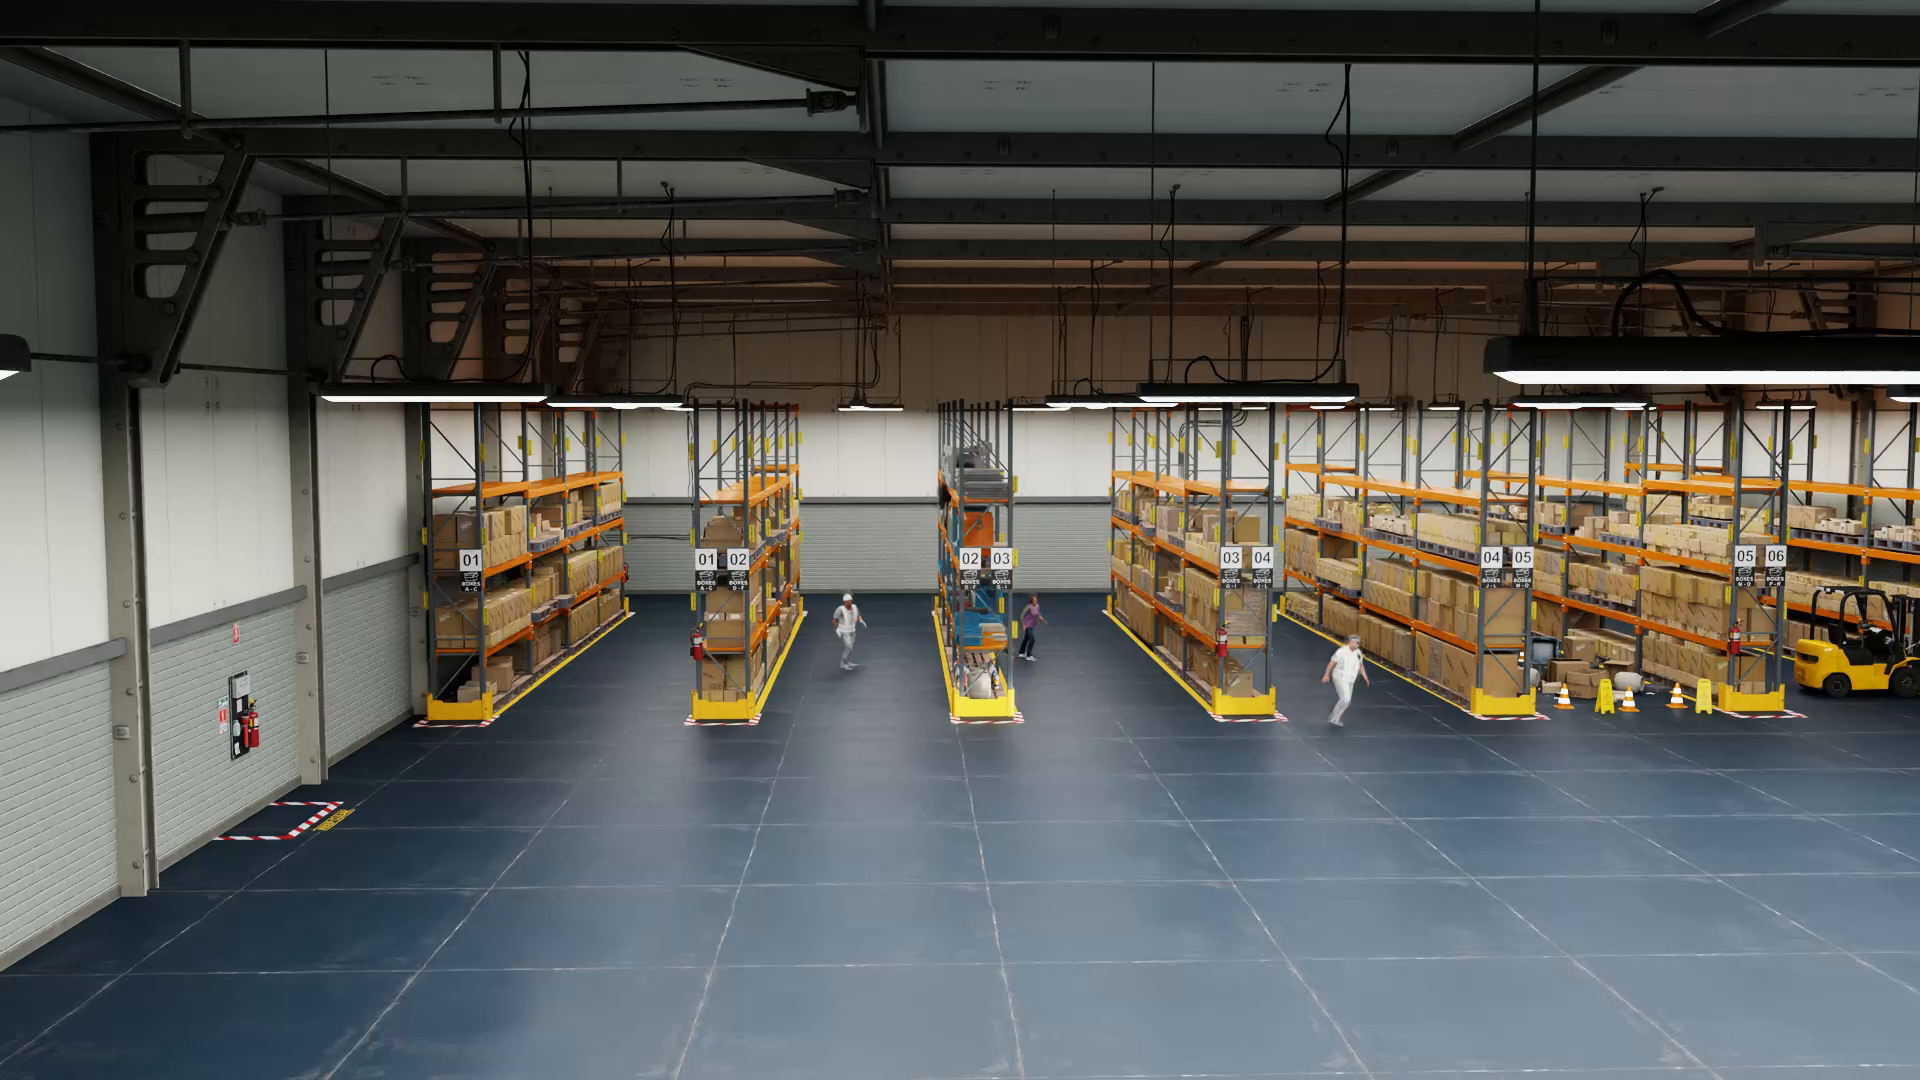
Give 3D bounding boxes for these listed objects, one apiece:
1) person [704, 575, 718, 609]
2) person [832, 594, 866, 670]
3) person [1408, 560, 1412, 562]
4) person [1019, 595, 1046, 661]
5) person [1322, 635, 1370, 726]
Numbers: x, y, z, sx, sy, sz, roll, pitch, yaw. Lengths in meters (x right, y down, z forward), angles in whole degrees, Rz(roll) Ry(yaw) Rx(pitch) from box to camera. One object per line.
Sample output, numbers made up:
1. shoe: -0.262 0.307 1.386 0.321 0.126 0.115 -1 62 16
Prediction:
1. person: -6.768 1.451 45.313 0.567 1.629 0.599 0 4 4
2. person: -2.467 2.053 37.280 0.783 1.714 0.701 3 6 38
3. person: 12.300 1.415 45.466 0.722 1.734 0.807 -2 5 -29
4. person: 1.661 2.033 38.733 0.795 1.523 0.559 3 5 34
5. person: 7.075 2.563 30.426 0.647 1.700 0.733 -3 5 -35
